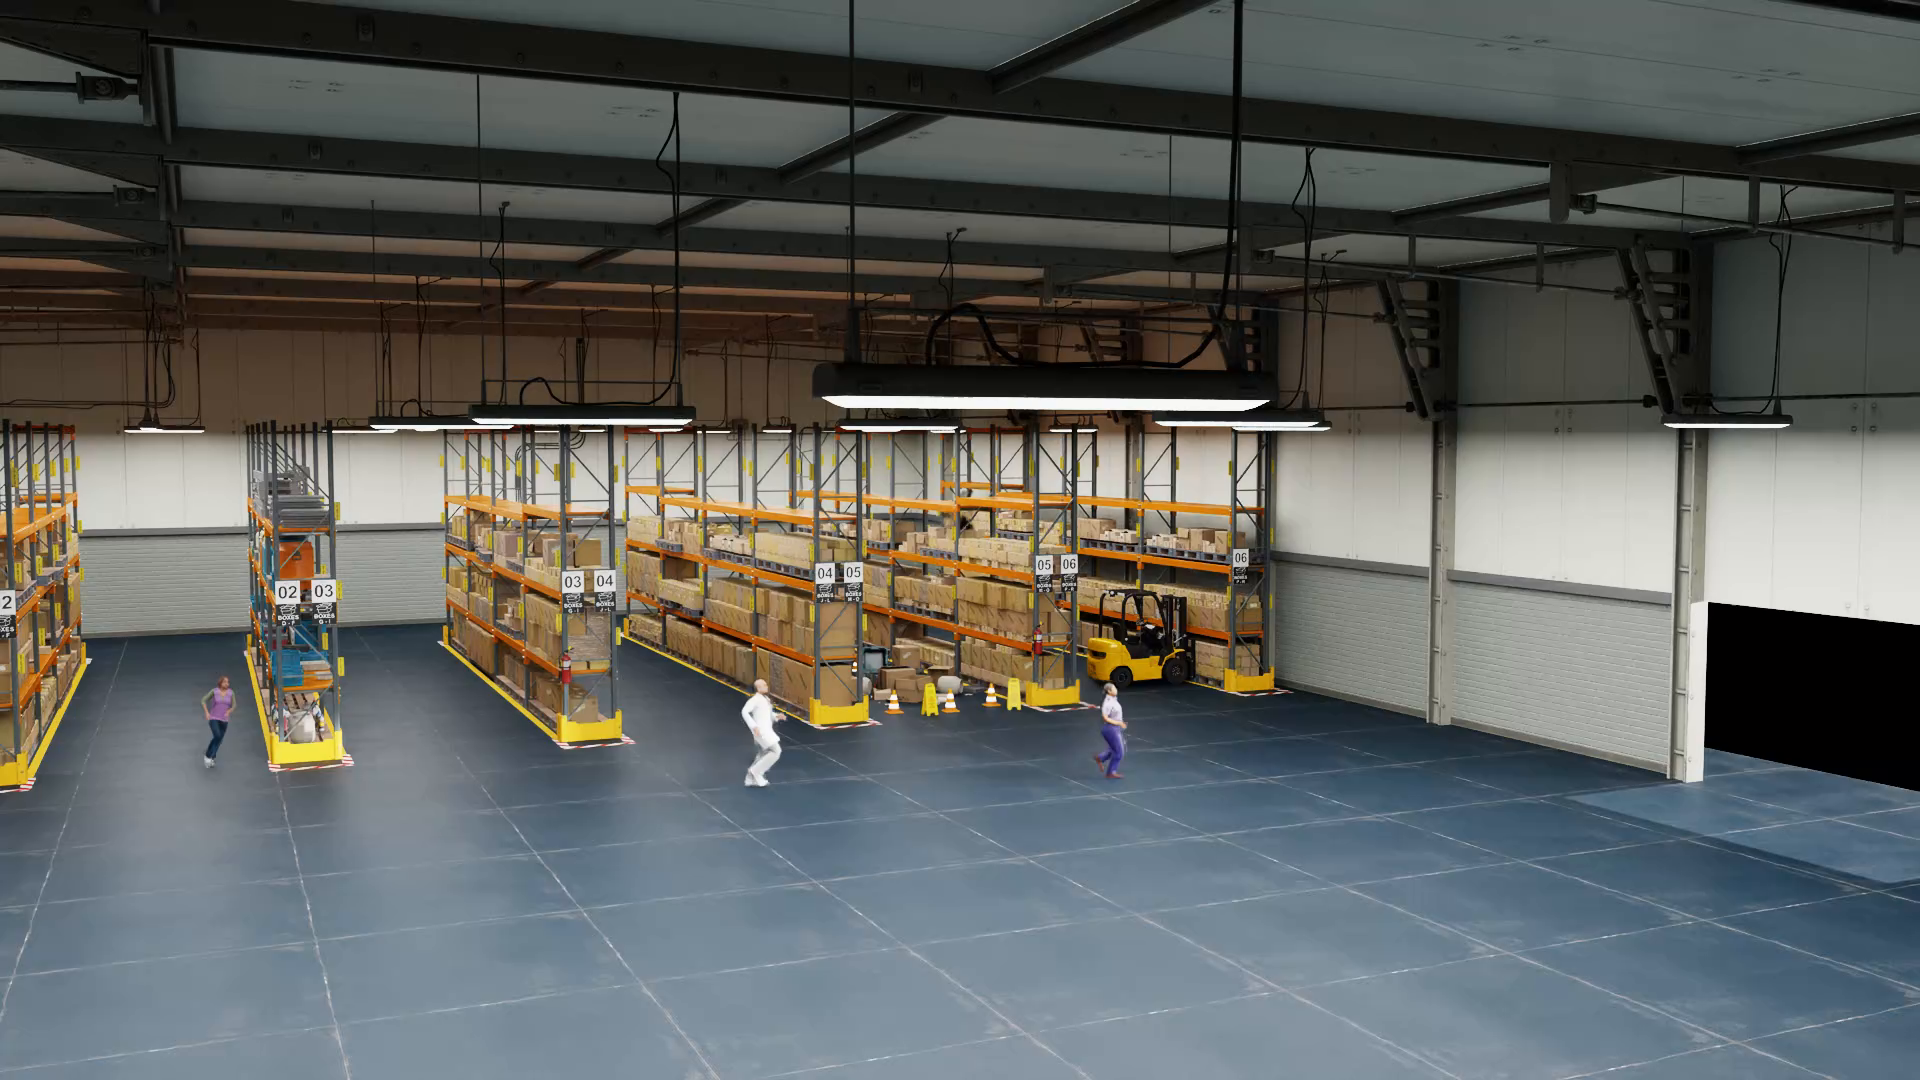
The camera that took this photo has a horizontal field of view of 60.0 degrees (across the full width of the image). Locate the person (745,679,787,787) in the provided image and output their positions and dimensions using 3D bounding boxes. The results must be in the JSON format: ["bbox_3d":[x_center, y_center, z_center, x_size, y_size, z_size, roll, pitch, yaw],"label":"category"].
[{"bbox_3d":[-3.177,3.141,27.104,0.700,1.742,0.659,0,4,4],"label":"person"}]

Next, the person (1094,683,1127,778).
[{"bbox_3d":[2.532,3.183,27.844,0.555,1.595,0.604,1,4,12],"label":"person"}]

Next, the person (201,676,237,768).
[{"bbox_3d":[-12.832,3.139,28.832,0.548,1.566,0.587,-3,5,-44],"label":"person"}]
